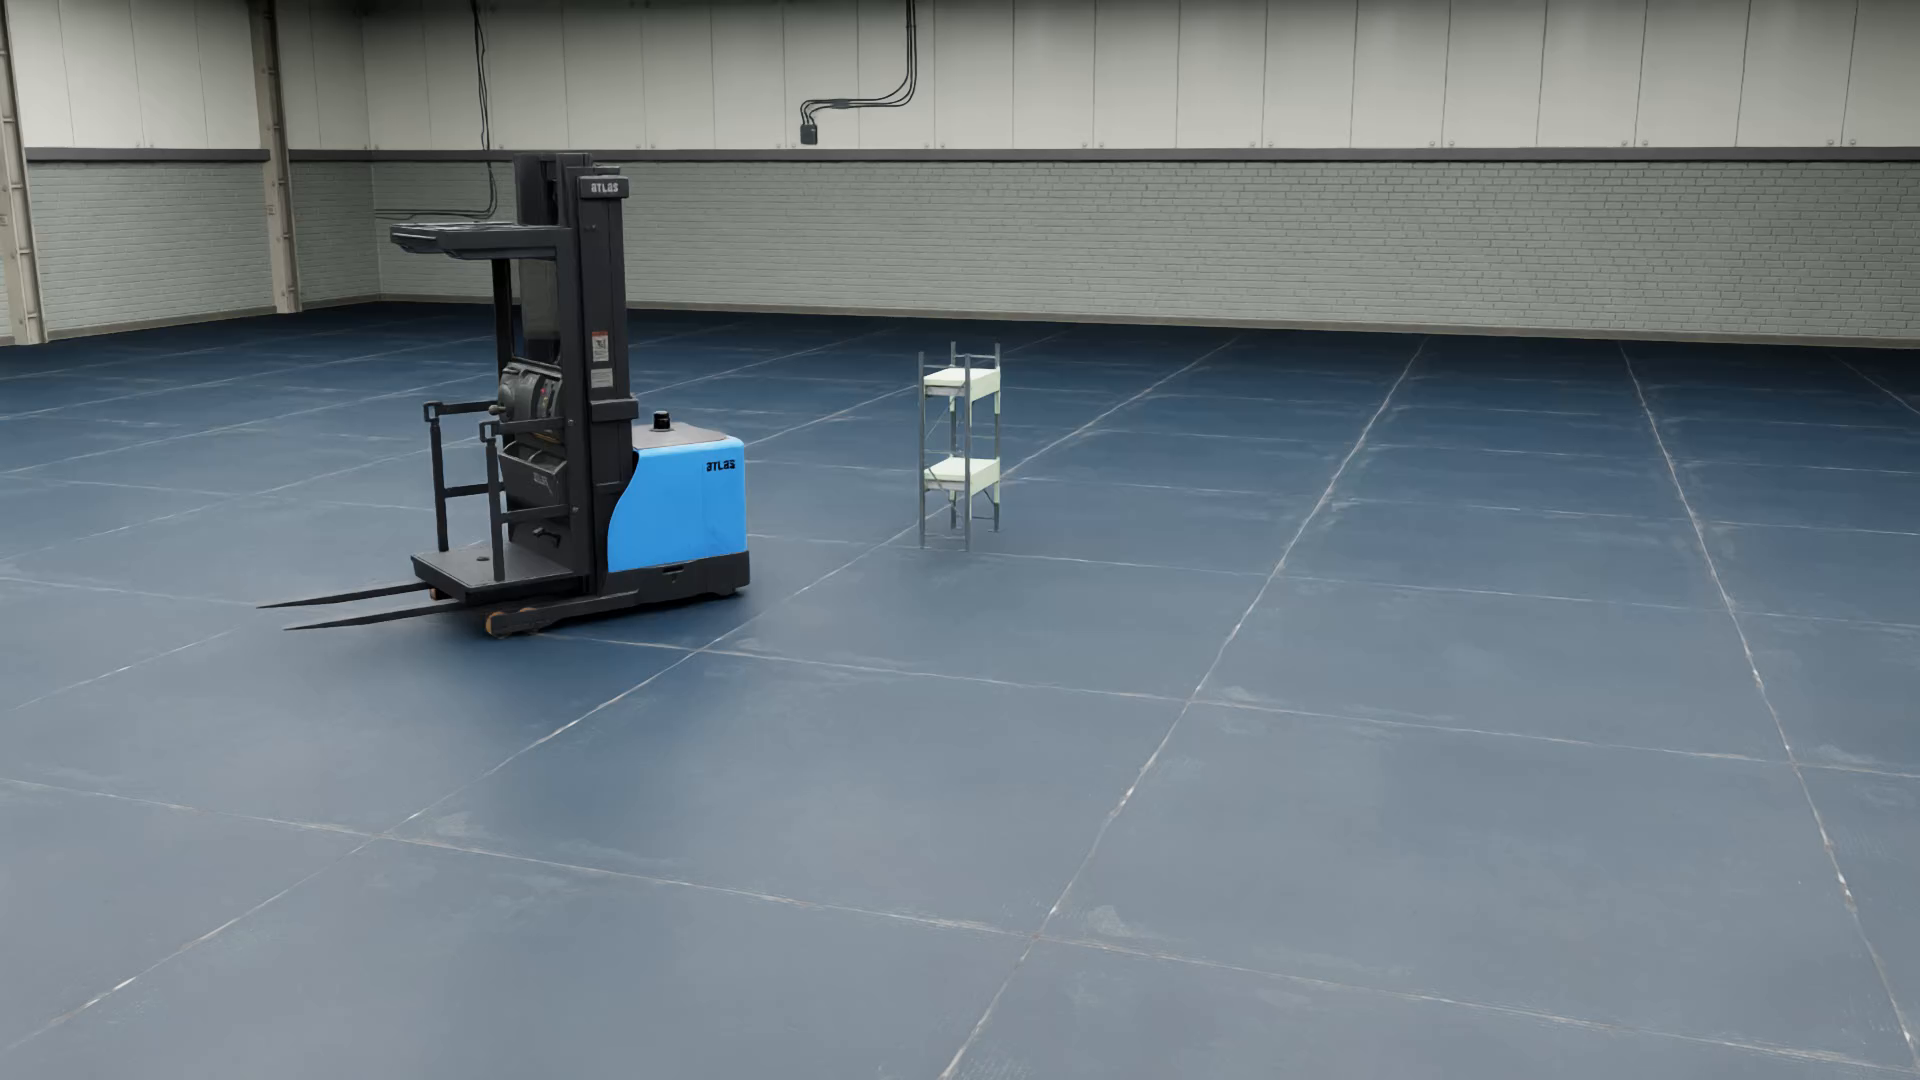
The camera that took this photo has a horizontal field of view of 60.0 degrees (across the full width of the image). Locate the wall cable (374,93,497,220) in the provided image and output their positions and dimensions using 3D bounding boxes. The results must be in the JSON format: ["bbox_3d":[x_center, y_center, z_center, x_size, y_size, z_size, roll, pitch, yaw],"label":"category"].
[{"bbox_3d":[-10.882,-7.838,34.085,3.097,2.526,0.112,4,14,18],"label":"wall cable"}]

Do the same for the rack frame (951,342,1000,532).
[{"bbox_3d":[0.121,-0.810,13.165,0.400,1.500,0.023,4,14,18],"label":"rack frame"}]

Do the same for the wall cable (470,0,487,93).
[{"bbox_3d":[-8.322,-10.106,32.669,3.097,2.526,0.112,4,14,18],"label":"wall cable"}]

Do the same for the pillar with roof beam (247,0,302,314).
[{"bbox_3d":[-9.013,-8.517,30.081,9.100,9.000,0.400,4,14,18],"label":"pillar with roof beam"}]

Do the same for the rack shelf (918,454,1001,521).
[{"bbox_3d":[0.002,-0.415,12.900,0.431,0.370,0.720,4,14,18],"label":"rack shelf"}]

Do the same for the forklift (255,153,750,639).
[{"bbox_3d":[-2.922,-0.950,10.562,3.031,2.935,1.130,-9,16,-35],"label":"forklift"}]

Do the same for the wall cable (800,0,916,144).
[{"bbox_3d":[-1.904,-10.323,30.351,2.305,6.003,0.169,4,14,18],"label":"wall cable"}]

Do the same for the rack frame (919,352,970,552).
[{"bbox_3d":[-0.116,-0.656,12.490,0.400,1.500,0.023,4,14,18],"label":"rack frame"}]

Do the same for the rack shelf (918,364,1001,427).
[{"bbox_3d":[0.002,-1.113,12.740,0.431,0.370,0.720,4,14,18],"label":"rack shelf"}]

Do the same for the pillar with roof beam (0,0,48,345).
[{"bbox_3d":[-10.954,-7.254,24.546,9.100,9.000,0.400,4,14,18],"label":"pillar with roof beam"}]

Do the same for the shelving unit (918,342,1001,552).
[{"bbox_3d":[0.002,-0.733,12.827,0.431,1.500,0.755,4,14,18],"label":"shelving unit"}]
